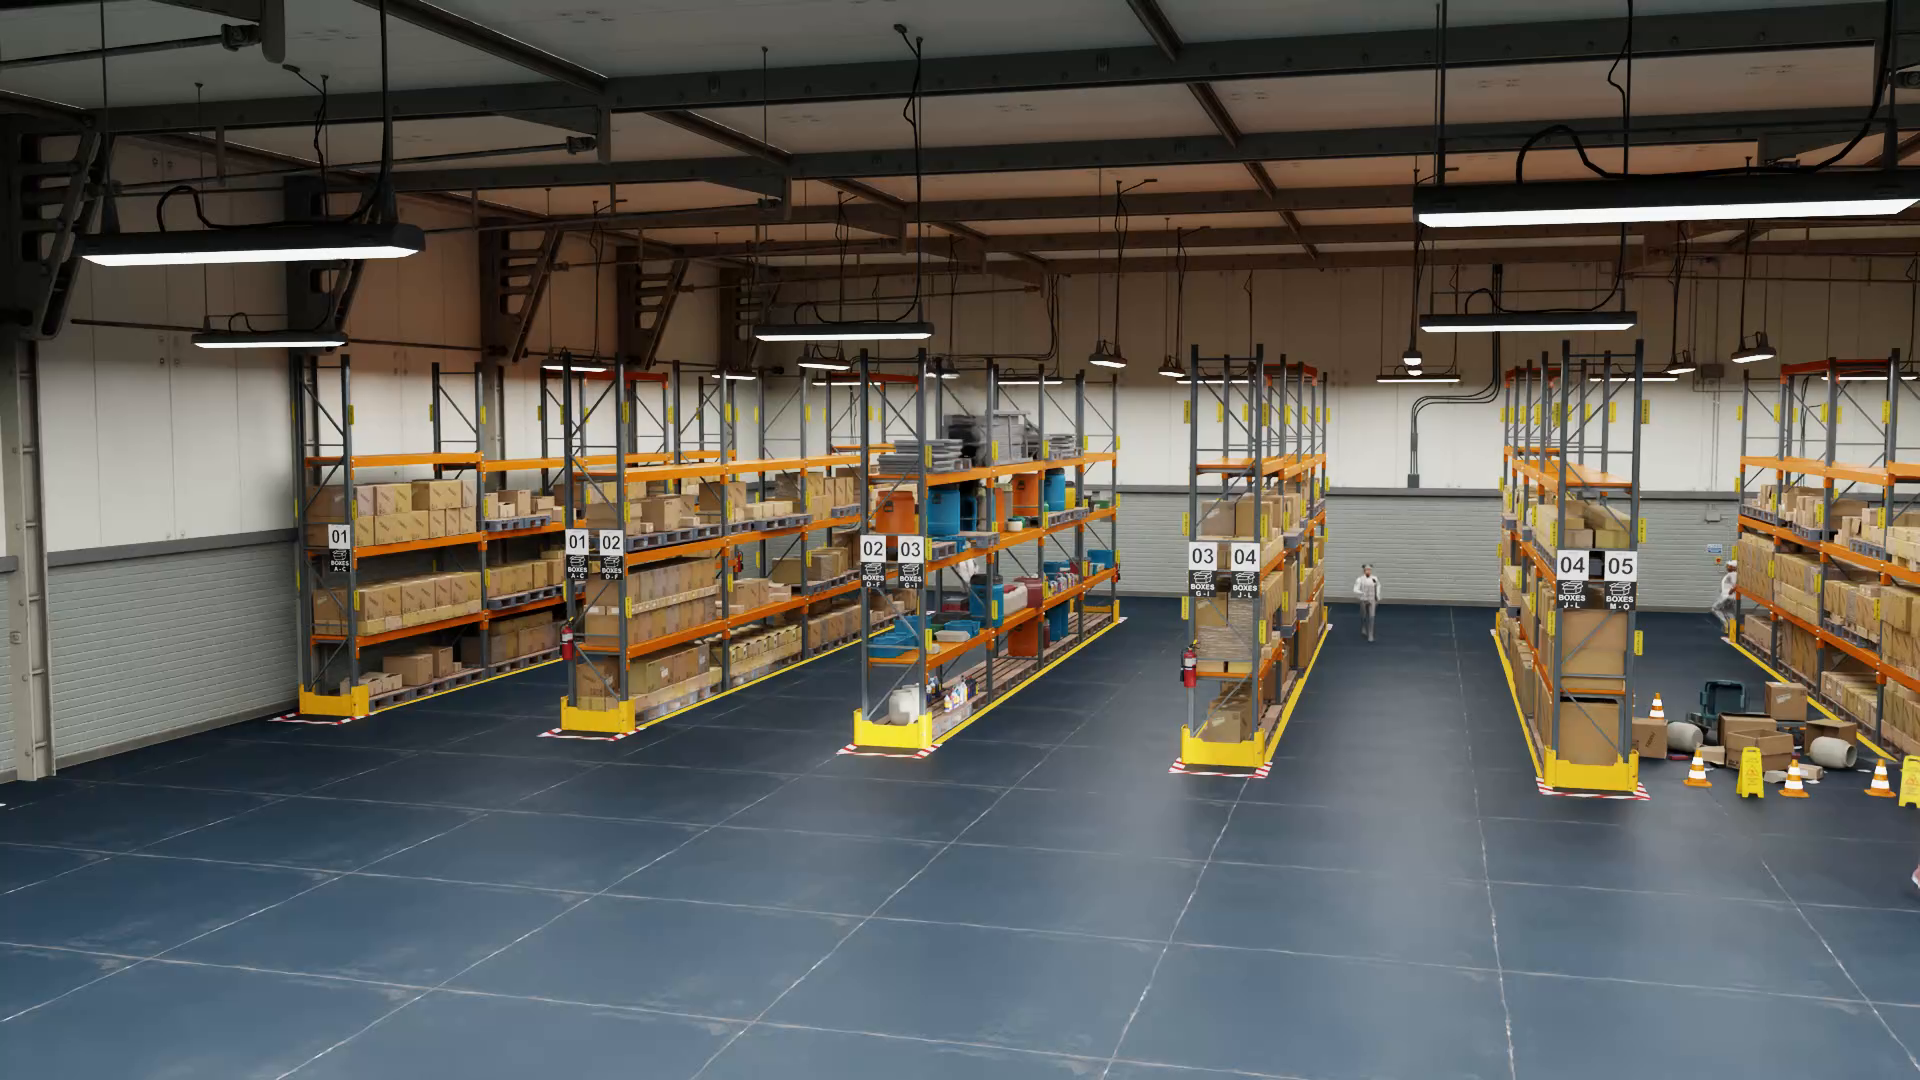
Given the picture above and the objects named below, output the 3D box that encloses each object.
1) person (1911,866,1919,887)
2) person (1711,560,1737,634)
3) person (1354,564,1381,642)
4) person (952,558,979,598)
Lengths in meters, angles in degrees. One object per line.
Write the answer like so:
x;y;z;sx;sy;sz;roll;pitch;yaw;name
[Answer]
10.190;2.905;16.917;0.584;1.717;0.878;-2;5;-20;person
17.502;1.301;37.973;0.603;1.735;0.746;4;6;40;person
9.082;1.365;37.065;0.616;1.699;0.933;1;4;8;person
0.165;1.016;41.960;0.692;1.715;0.832;-1;4;-16;person
